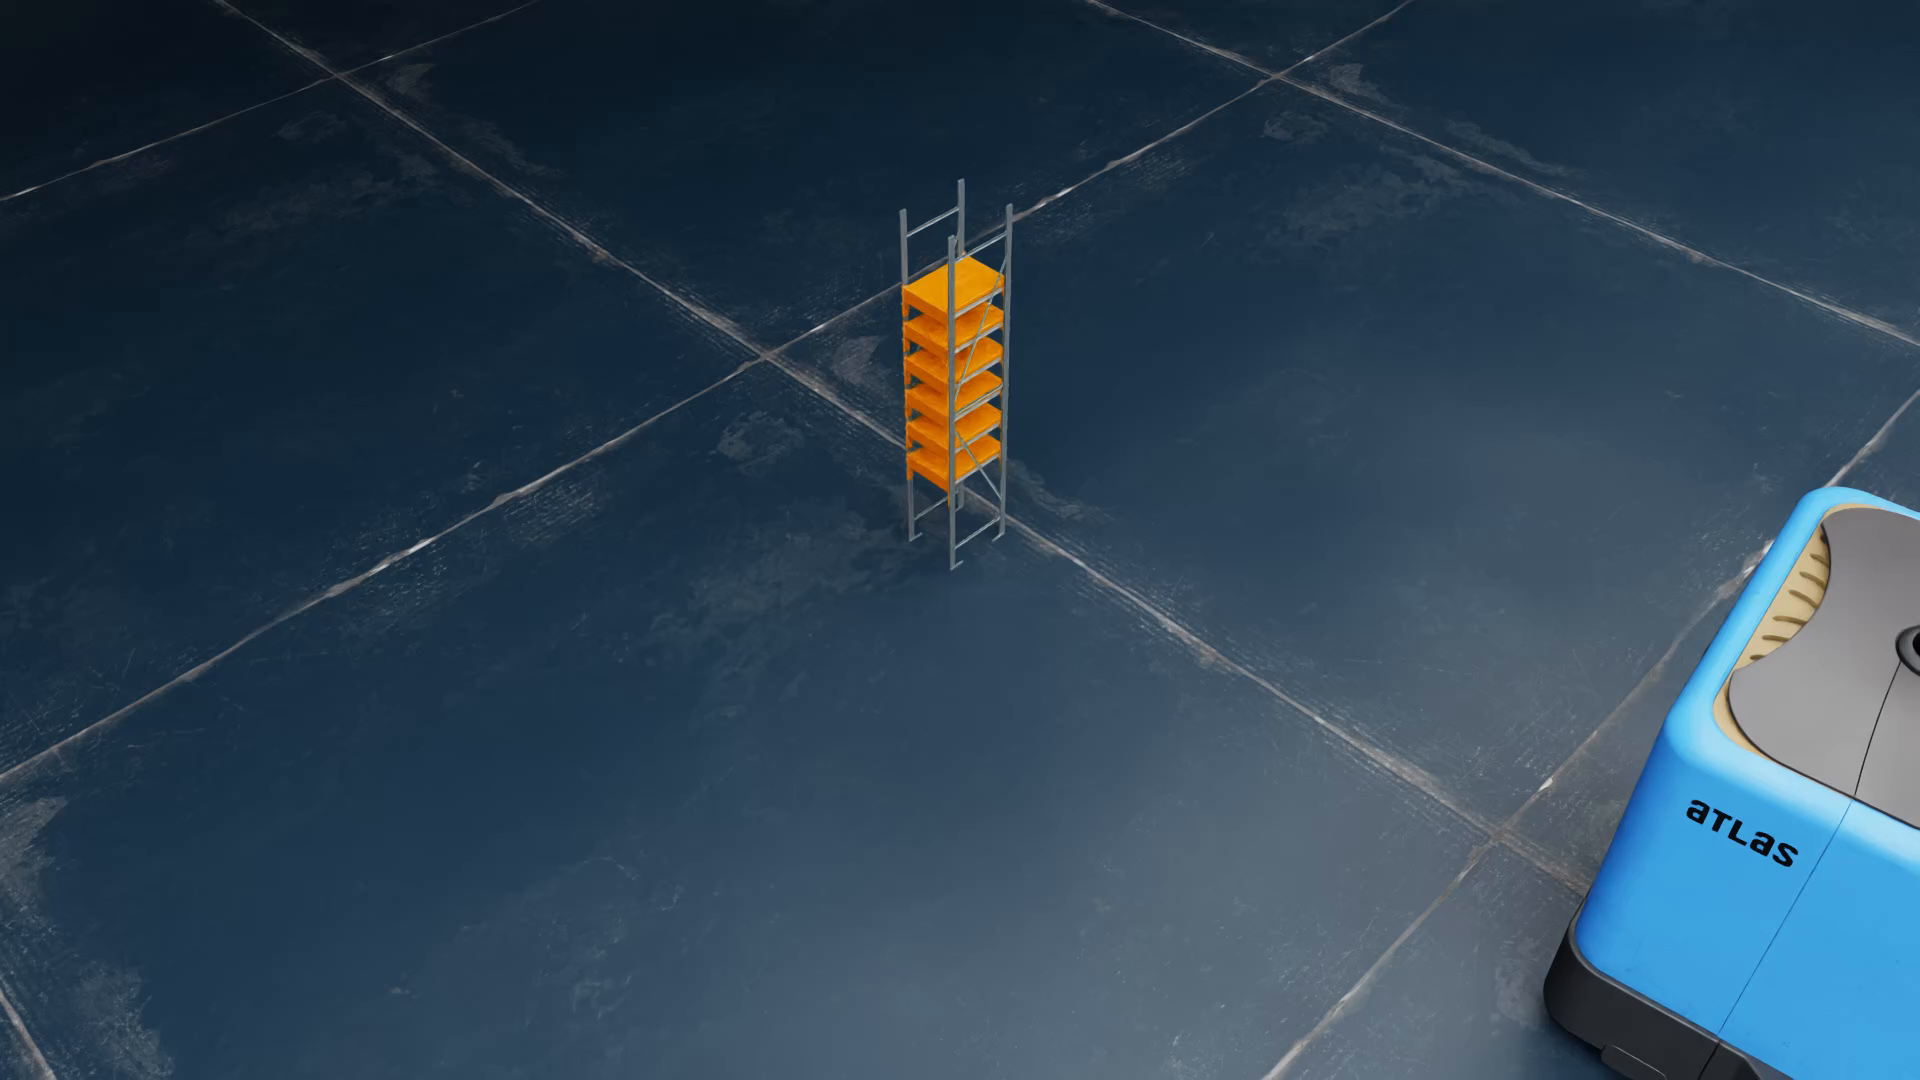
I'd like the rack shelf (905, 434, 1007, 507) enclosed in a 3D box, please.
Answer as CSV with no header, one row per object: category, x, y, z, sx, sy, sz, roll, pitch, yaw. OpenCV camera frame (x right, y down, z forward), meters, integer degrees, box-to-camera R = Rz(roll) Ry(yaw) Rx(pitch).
rack shelf,-0.010,-0.239,5.043,0.258,0.103,0.180,-34,53,-31

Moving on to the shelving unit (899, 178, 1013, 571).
shelving unit,-0.010,-0.448,4.850,0.258,1.200,0.189,-34,53,-31

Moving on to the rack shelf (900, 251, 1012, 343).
rack shelf,-0.010,-0.679,4.636,0.258,0.103,0.180,-34,53,-31

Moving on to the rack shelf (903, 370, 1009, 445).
rack shelf,-0.010,-0.415,4.880,0.258,0.103,0.180,-34,53,-31

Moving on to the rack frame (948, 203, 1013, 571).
rack frame,0.054,-0.404,4.803,0.240,1.200,0.006,-34,53,-31

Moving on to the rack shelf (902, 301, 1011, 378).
rack shelf,-0.010,-0.591,4.718,0.258,0.103,0.180,-34,53,-31

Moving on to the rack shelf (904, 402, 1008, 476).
rack shelf,-0.010,-0.327,4.962,0.258,0.103,0.180,-34,53,-31

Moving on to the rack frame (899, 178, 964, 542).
rack frame,-0.075,-0.492,4.898,0.240,1.200,0.006,-34,53,-31

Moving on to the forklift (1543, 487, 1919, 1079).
forklift,2.865,0.437,2.618,3.031,2.935,1.130,28,49,27

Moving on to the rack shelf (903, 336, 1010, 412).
rack shelf,-0.010,-0.503,4.799,0.258,0.103,0.180,-34,53,-31
